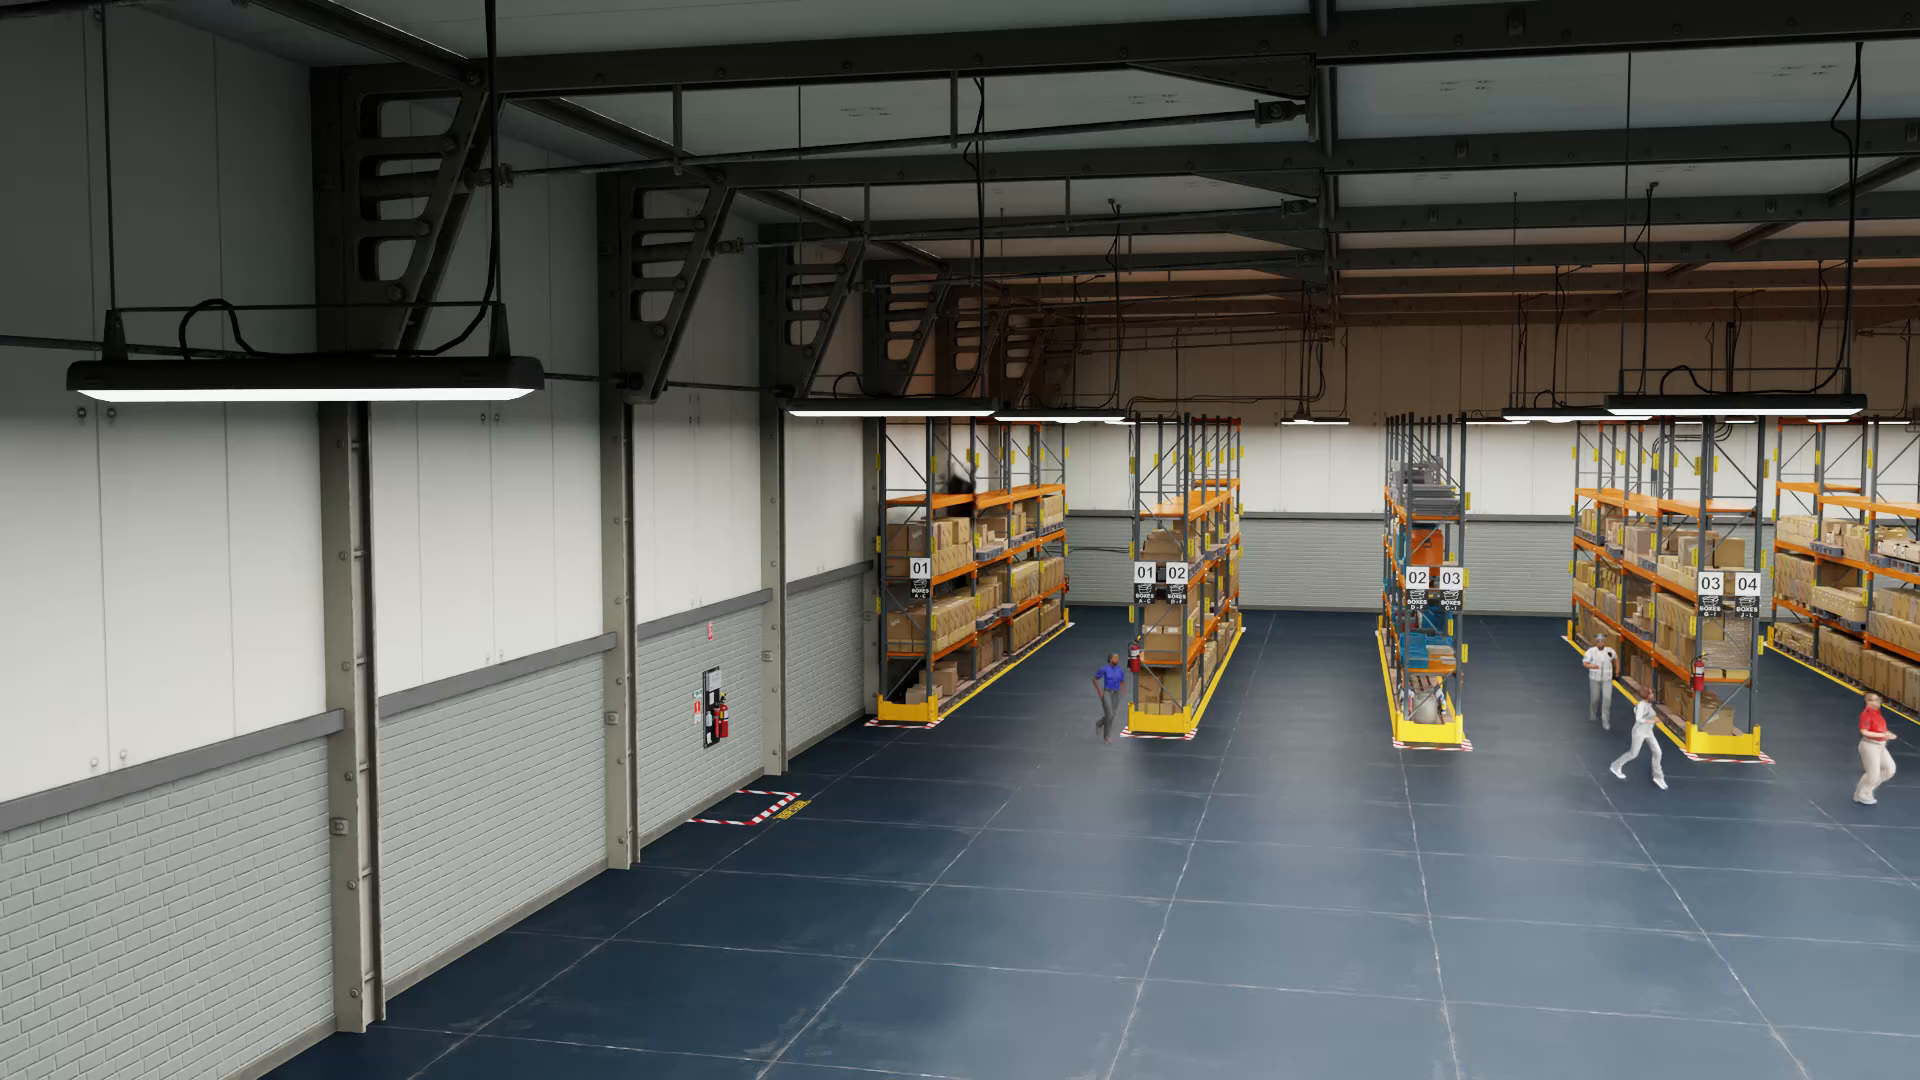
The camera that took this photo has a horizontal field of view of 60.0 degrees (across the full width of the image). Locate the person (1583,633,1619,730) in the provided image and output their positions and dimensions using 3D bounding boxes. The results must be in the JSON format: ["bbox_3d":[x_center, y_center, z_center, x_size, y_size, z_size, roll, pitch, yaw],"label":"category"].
[{"bbox_3d":[12.300,2.681,31.898,0.669,1.800,0.969,1,4,17],"label":"person"}]

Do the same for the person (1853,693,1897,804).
[{"bbox_3d":[13.891,3.172,25.175,0.648,1.708,0.621,-3,5,-41],"label":"person"}]

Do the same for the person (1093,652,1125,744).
[{"bbox_3d":[2.742,2.870,30.418,0.617,1.635,0.657,-2,4,-27],"label":"person"}]

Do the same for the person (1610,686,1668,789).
[{"bbox_3d":[10.831,3.140,26.543,0.509,1.634,0.901,-4,5,-43],"label":"person"}]
